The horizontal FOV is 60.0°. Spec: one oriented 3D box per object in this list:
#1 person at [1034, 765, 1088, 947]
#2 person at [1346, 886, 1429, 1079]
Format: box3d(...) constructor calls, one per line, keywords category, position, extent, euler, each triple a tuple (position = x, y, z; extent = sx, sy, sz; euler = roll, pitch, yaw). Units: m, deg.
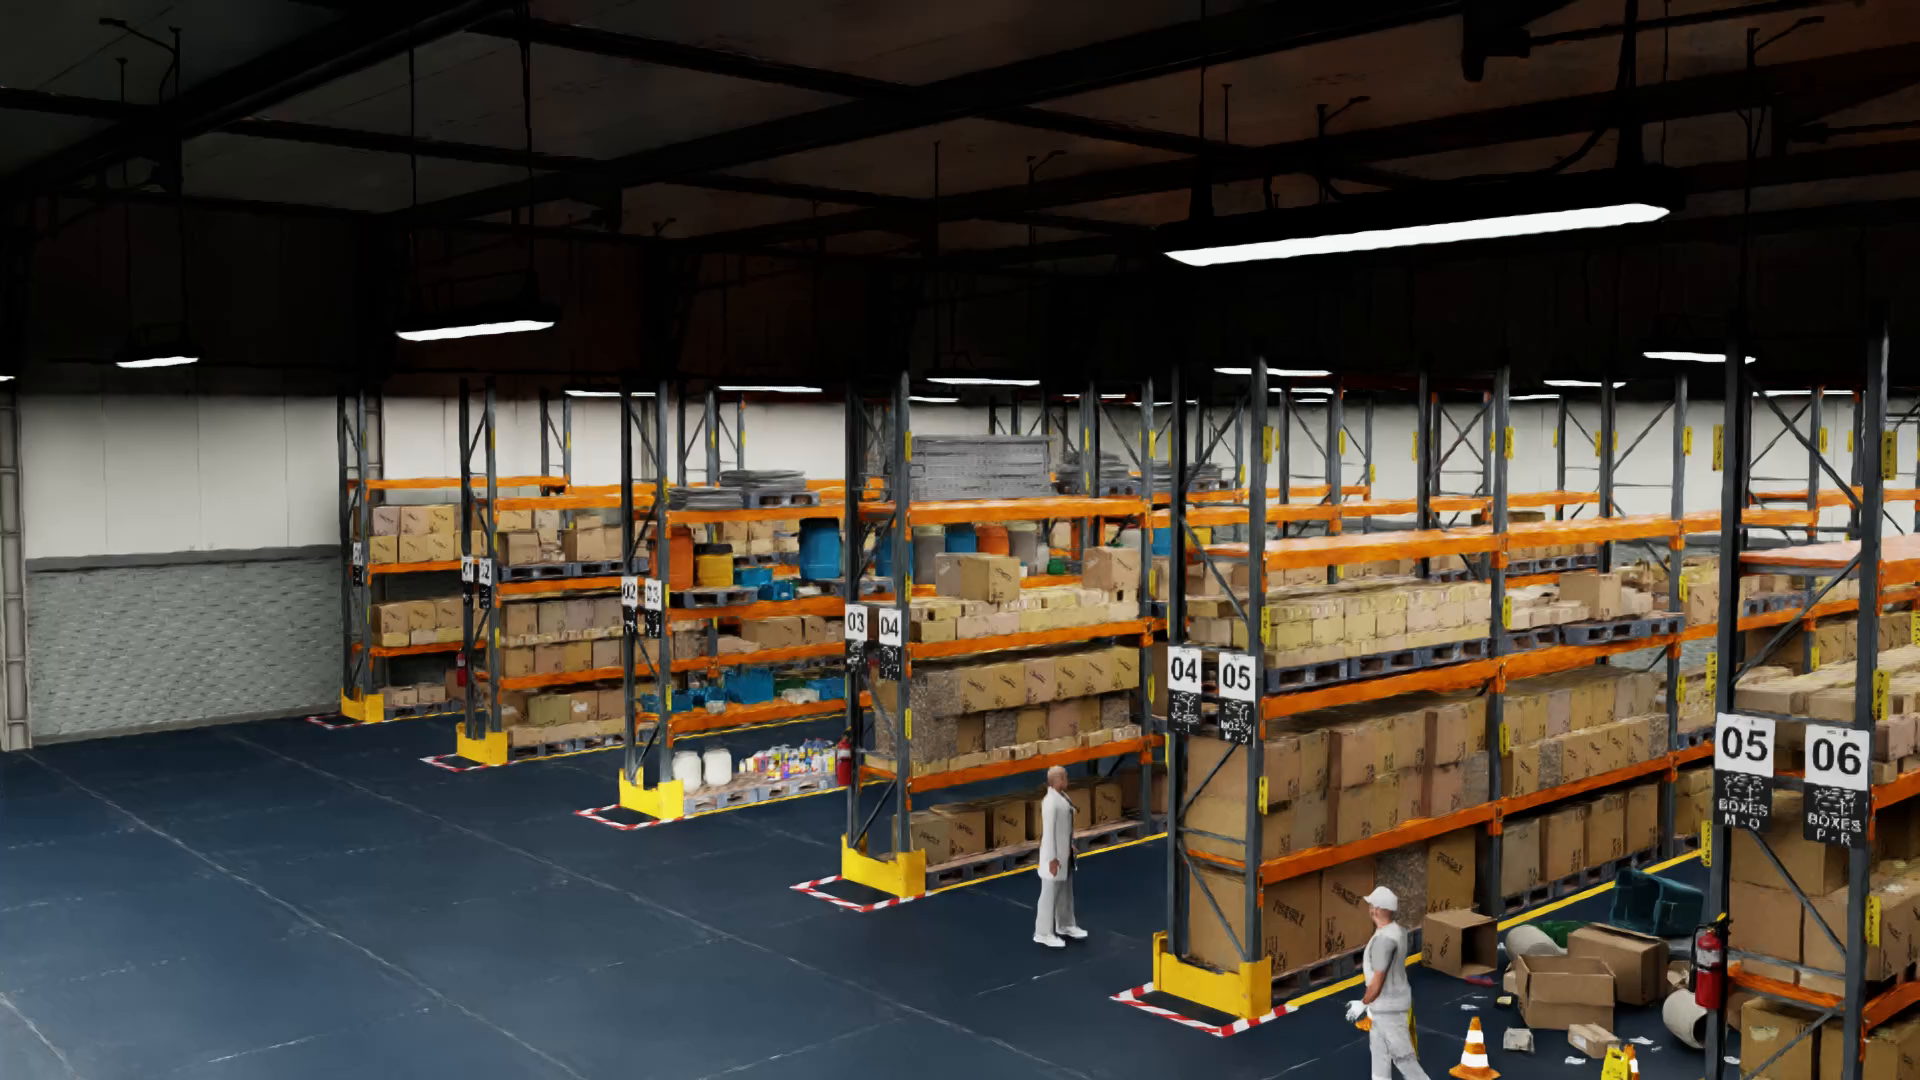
box3d(category="person", position=(1.024, 3.217, 16.759), extent=(0.515, 1.667, 0.631), euler=(1, 4, 18))
box3d(category="person", position=(3.201, 3.472, 12.343), extent=(0.711, 1.786, 0.551), euler=(1, 4, 20))
